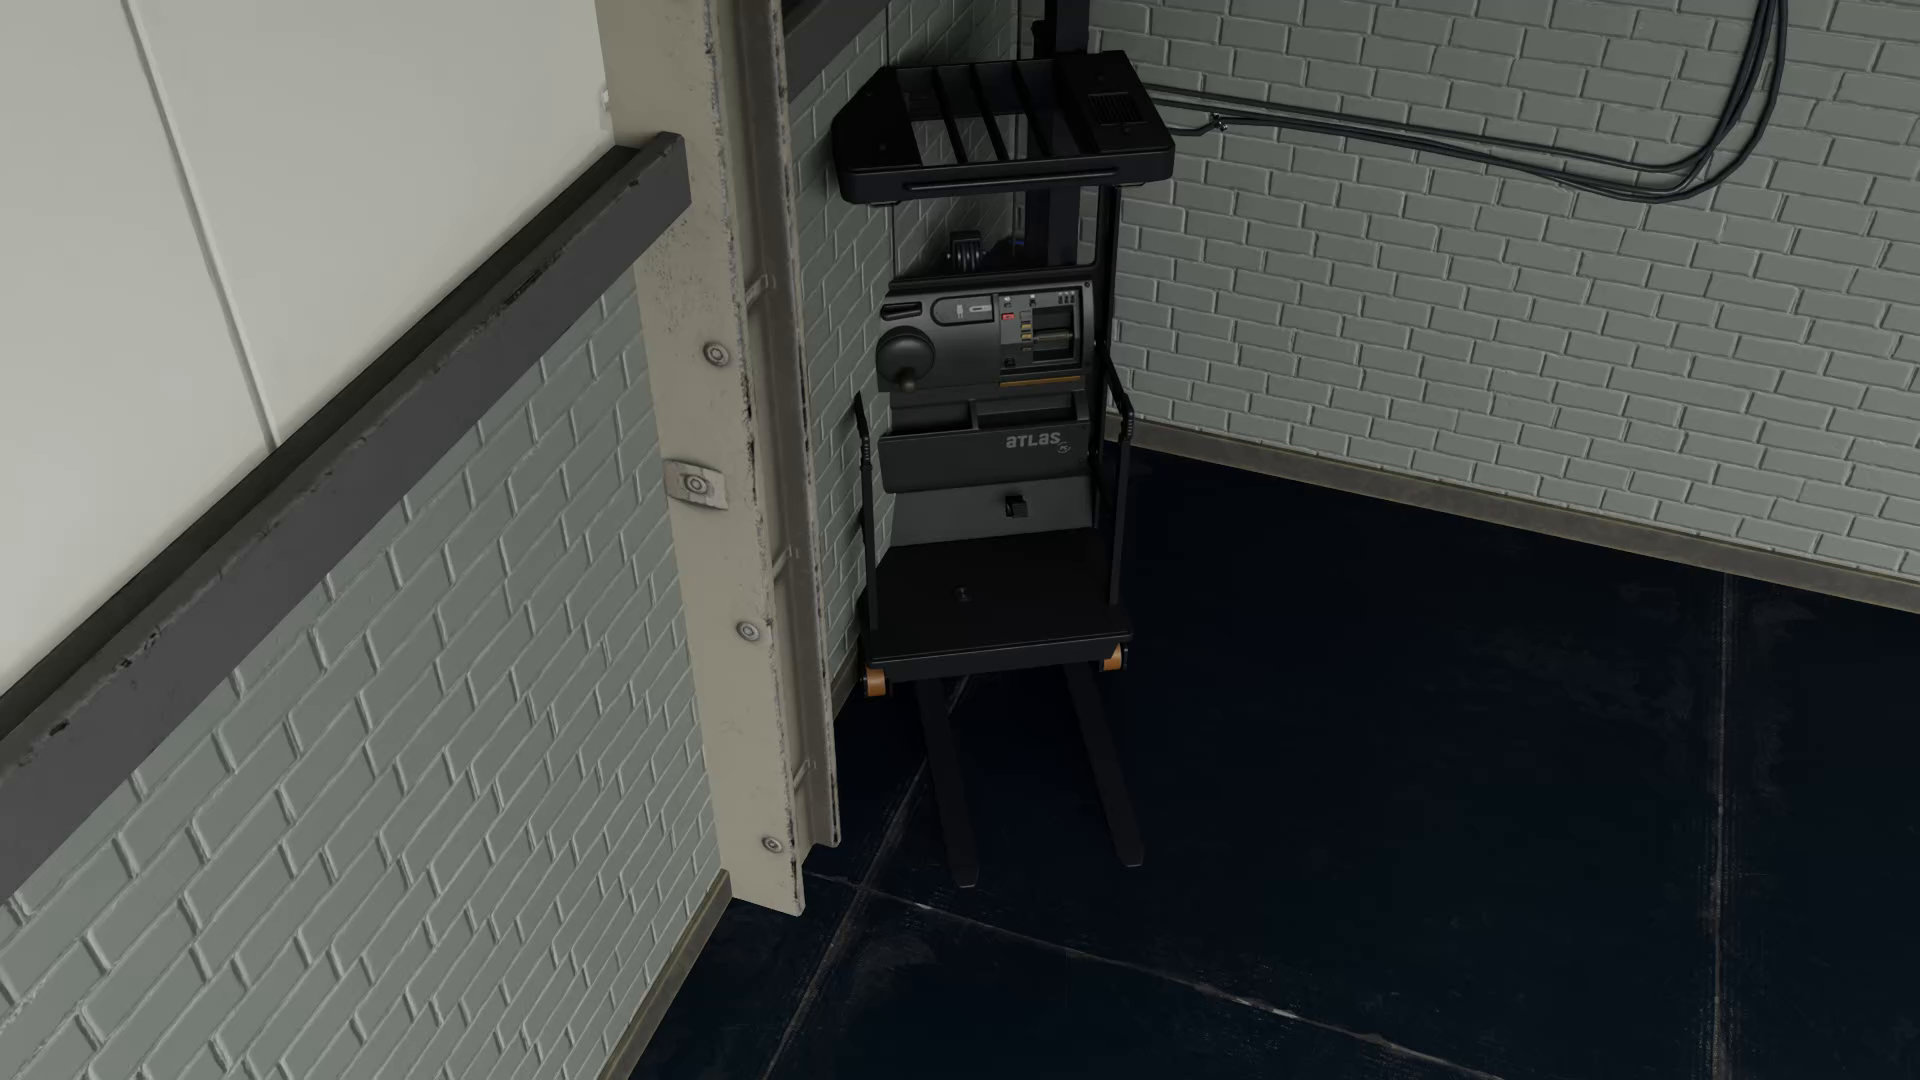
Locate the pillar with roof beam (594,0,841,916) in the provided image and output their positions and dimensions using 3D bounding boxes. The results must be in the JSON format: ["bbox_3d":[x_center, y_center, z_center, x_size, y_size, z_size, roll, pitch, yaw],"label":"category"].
[{"bbox_3d":[3.381,-1.243,2.228,9.100,9.000,0.400,13,42,15],"label":"pillar with roof beam"}]

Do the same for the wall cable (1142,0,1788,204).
[{"bbox_3d":[1.586,-2.521,6.118,3.097,2.526,0.112,13,42,15],"label":"wall cable"}]

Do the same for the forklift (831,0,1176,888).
[{"bbox_3d":[0.095,-0.714,6.282,1.130,2.935,3.031,-6,41,-7],"label":"forklift"}]
